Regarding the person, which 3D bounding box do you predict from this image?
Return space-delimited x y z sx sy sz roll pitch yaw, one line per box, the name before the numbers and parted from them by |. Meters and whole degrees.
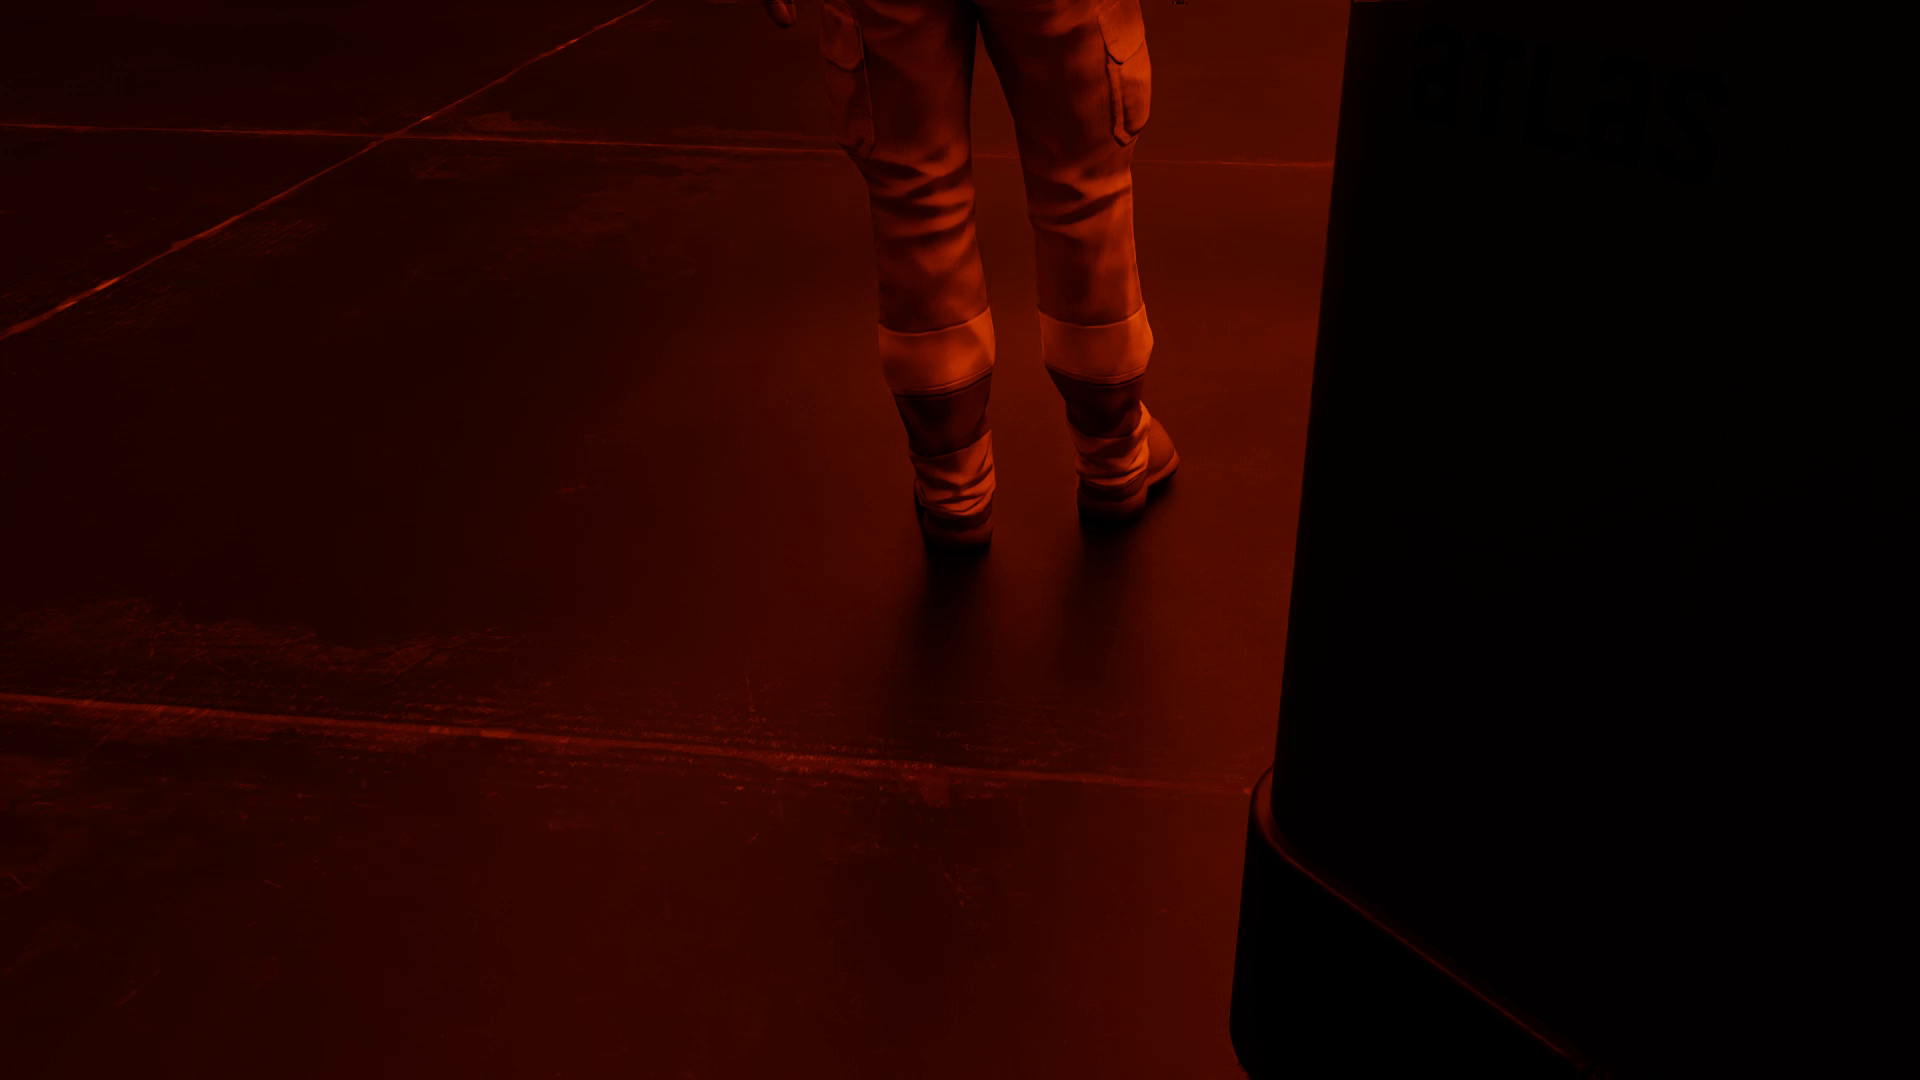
person | 0.021 -0.843 2.170 0.638 1.789 0.558 3 27 7
